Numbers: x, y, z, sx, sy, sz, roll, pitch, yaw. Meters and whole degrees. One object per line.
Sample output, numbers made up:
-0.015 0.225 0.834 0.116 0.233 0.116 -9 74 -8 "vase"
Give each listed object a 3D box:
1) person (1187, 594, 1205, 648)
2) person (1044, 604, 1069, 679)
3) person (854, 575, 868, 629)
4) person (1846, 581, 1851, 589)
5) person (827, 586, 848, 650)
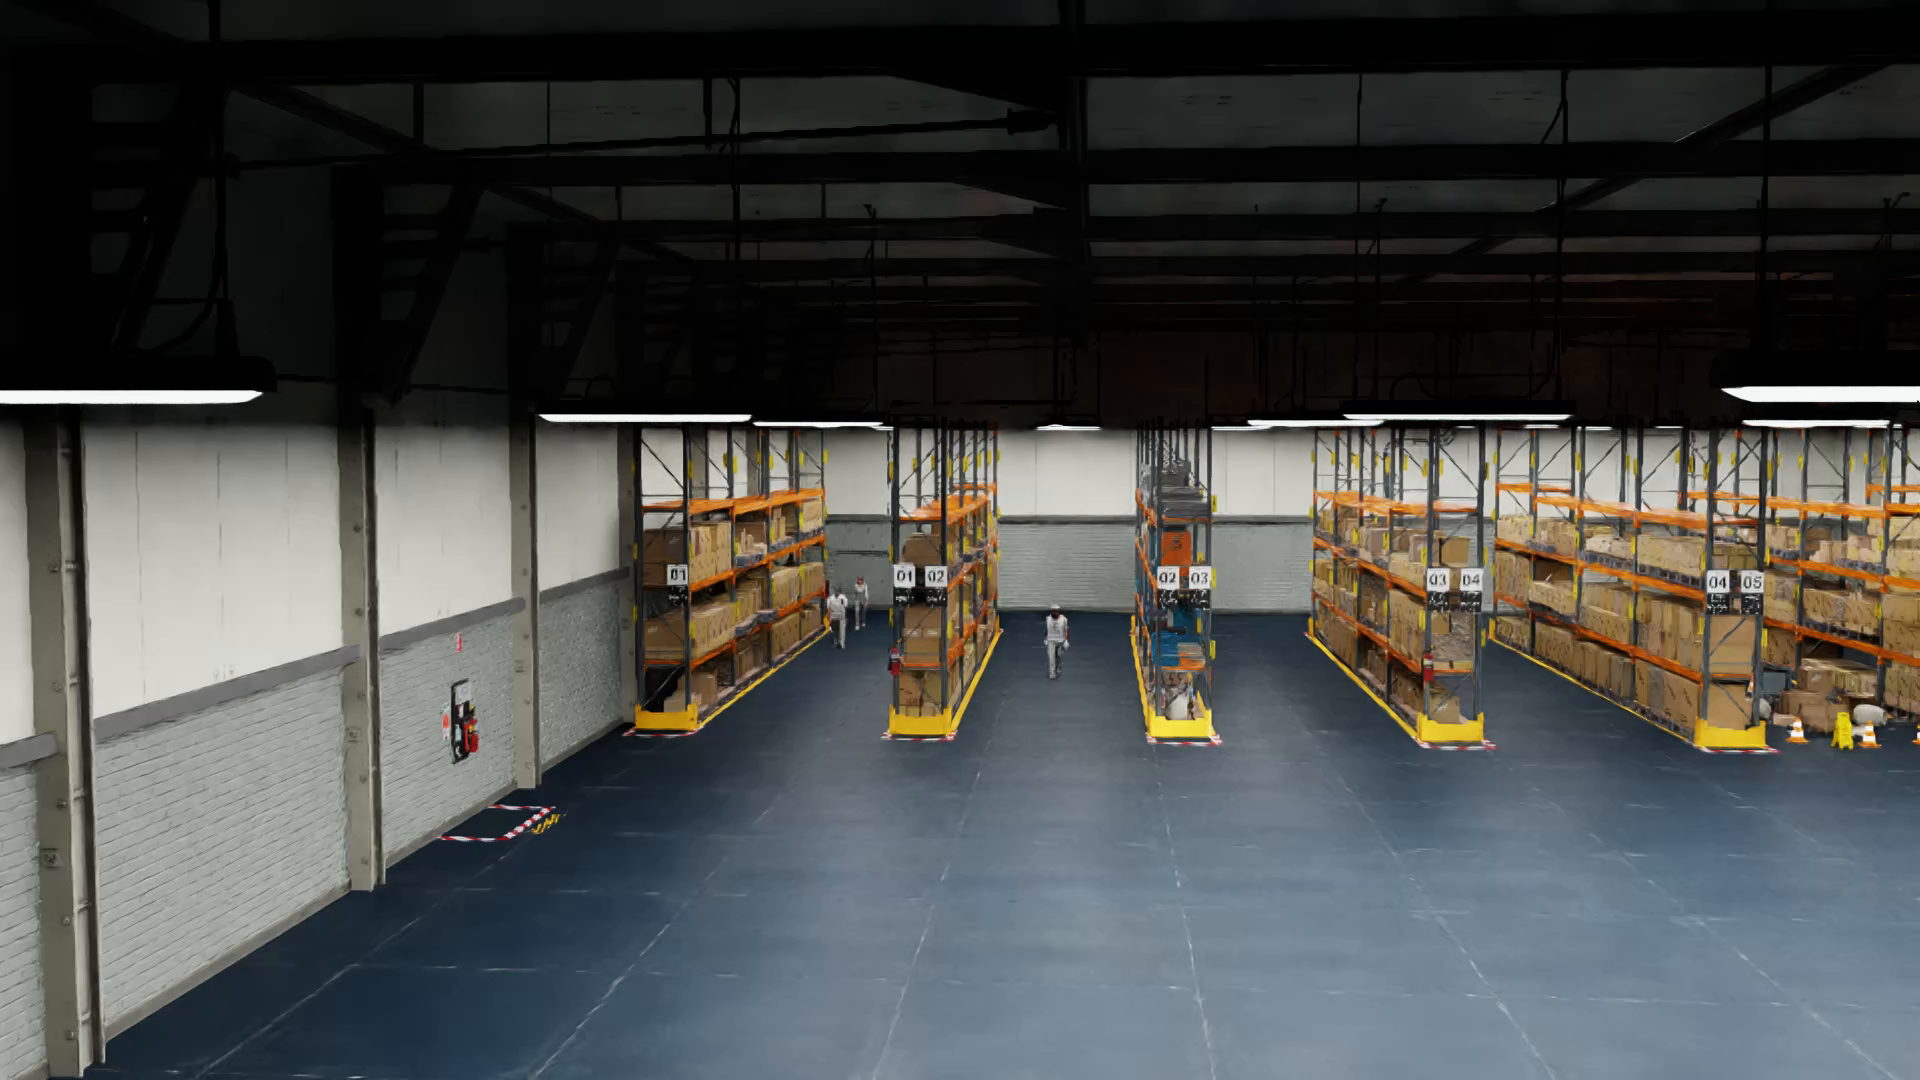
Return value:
6.200 1.994 44.057 0.622 1.724 0.950 -1 4 -19 "person"
2.239 2.337 38.610 0.579 1.732 1.042 0 4 4 "person"
-2.864 1.791 48.310 0.430 1.540 0.948 0 4 3 "person"
23.579 1.953 44.307 0.522 1.724 0.716 0 4 1 "person"
-3.219 2.014 43.636 0.547 1.671 1.115 0 4 1 "person"
